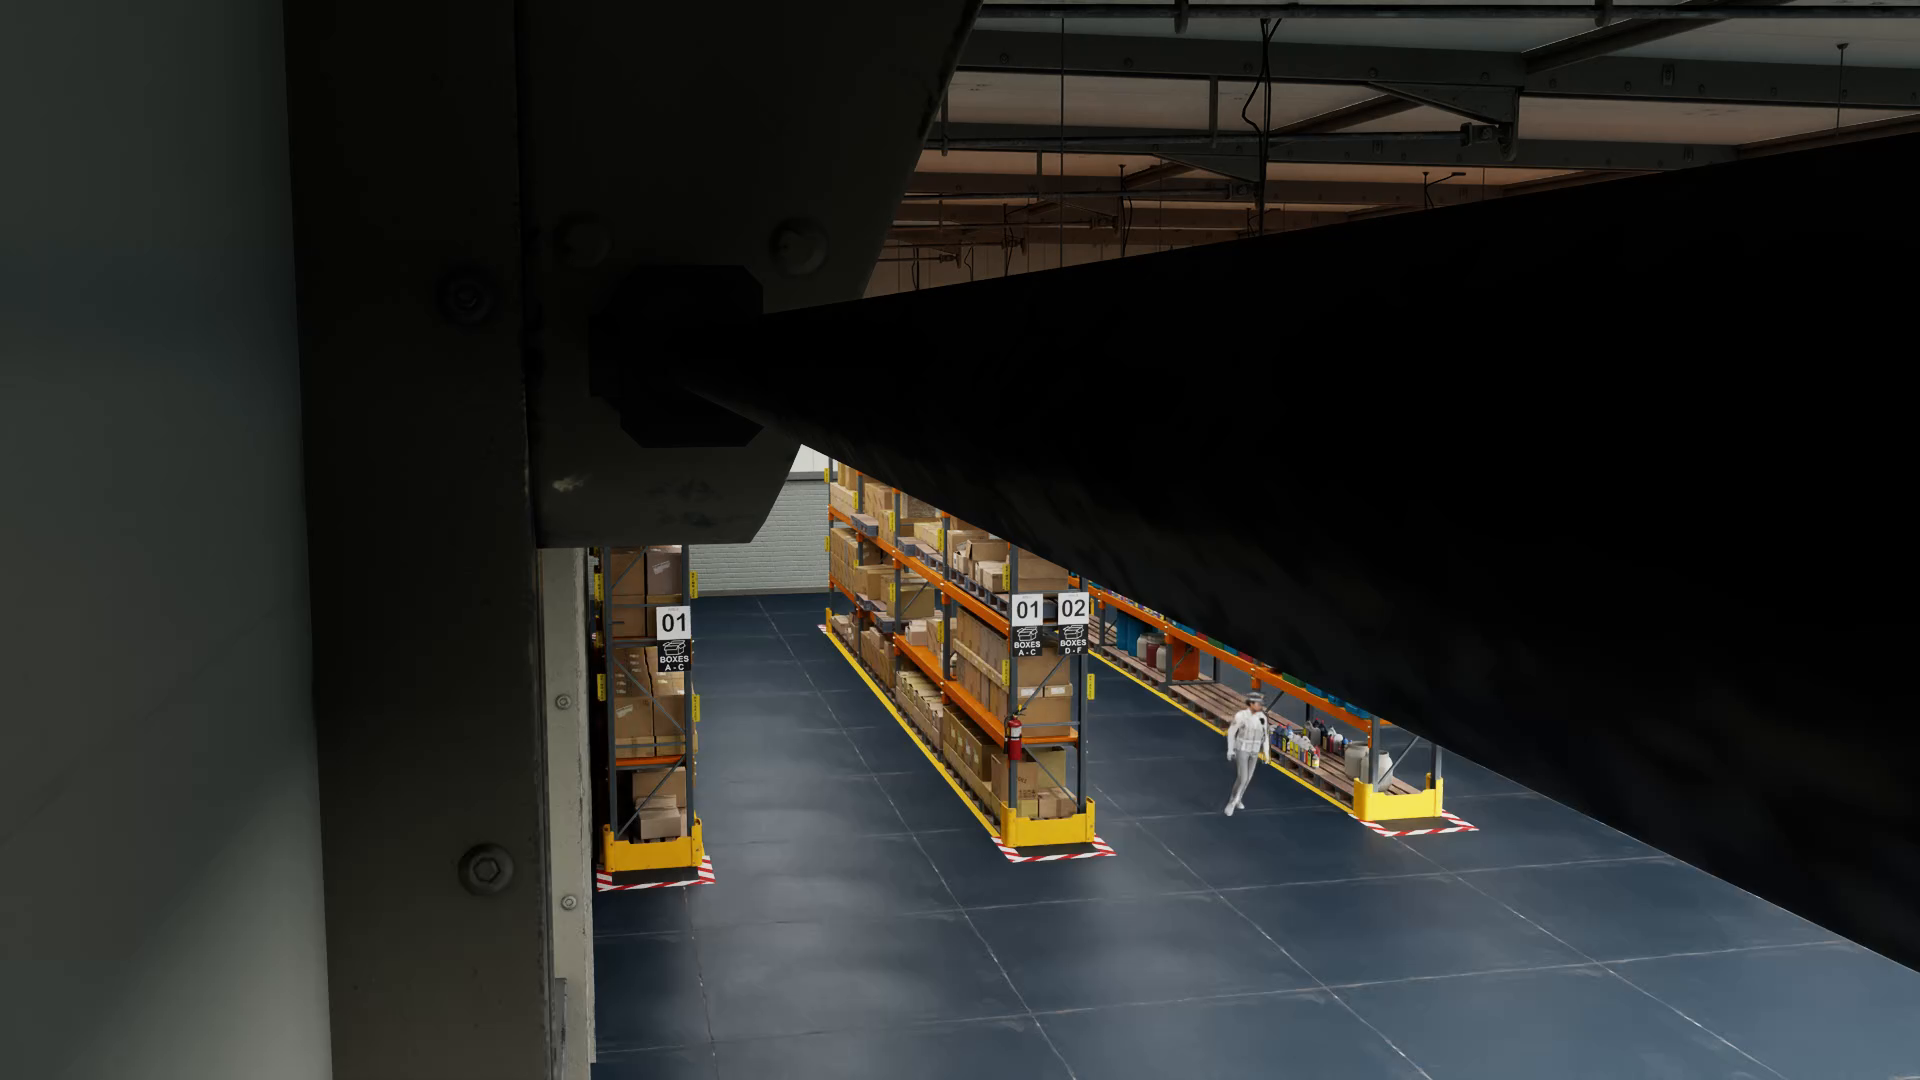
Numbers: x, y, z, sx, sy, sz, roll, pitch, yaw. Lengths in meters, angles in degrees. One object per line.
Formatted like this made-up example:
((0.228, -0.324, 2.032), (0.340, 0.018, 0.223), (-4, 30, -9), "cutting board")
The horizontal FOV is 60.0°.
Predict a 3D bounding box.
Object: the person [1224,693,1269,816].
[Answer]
((3.813, 2.855, 22.378), (0.669, 1.638, 0.583), (-3, 7, -21), "person")
